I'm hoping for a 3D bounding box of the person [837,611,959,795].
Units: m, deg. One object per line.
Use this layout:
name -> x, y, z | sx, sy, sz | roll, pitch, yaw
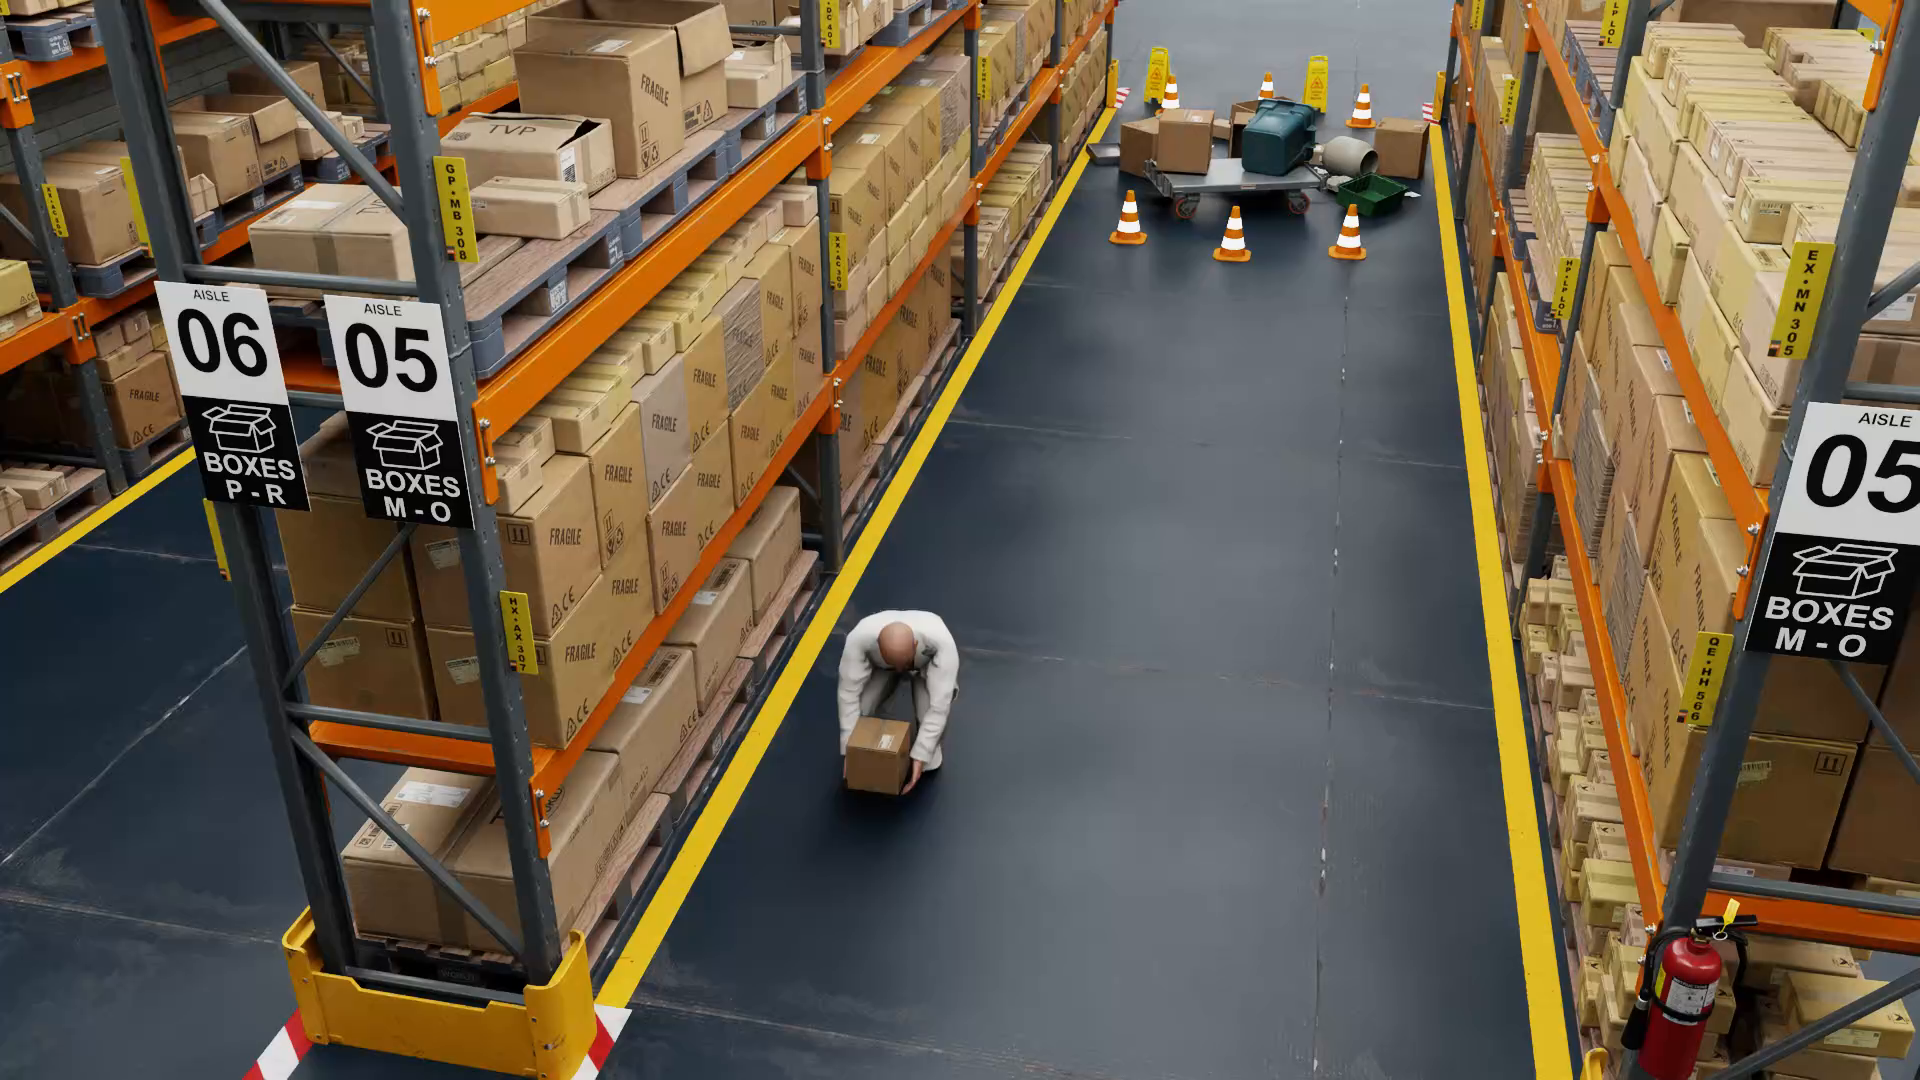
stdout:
person -> -0.289, 0.704, 8.157 | 0.609, 1.002, 0.911 | 6, 29, 10
